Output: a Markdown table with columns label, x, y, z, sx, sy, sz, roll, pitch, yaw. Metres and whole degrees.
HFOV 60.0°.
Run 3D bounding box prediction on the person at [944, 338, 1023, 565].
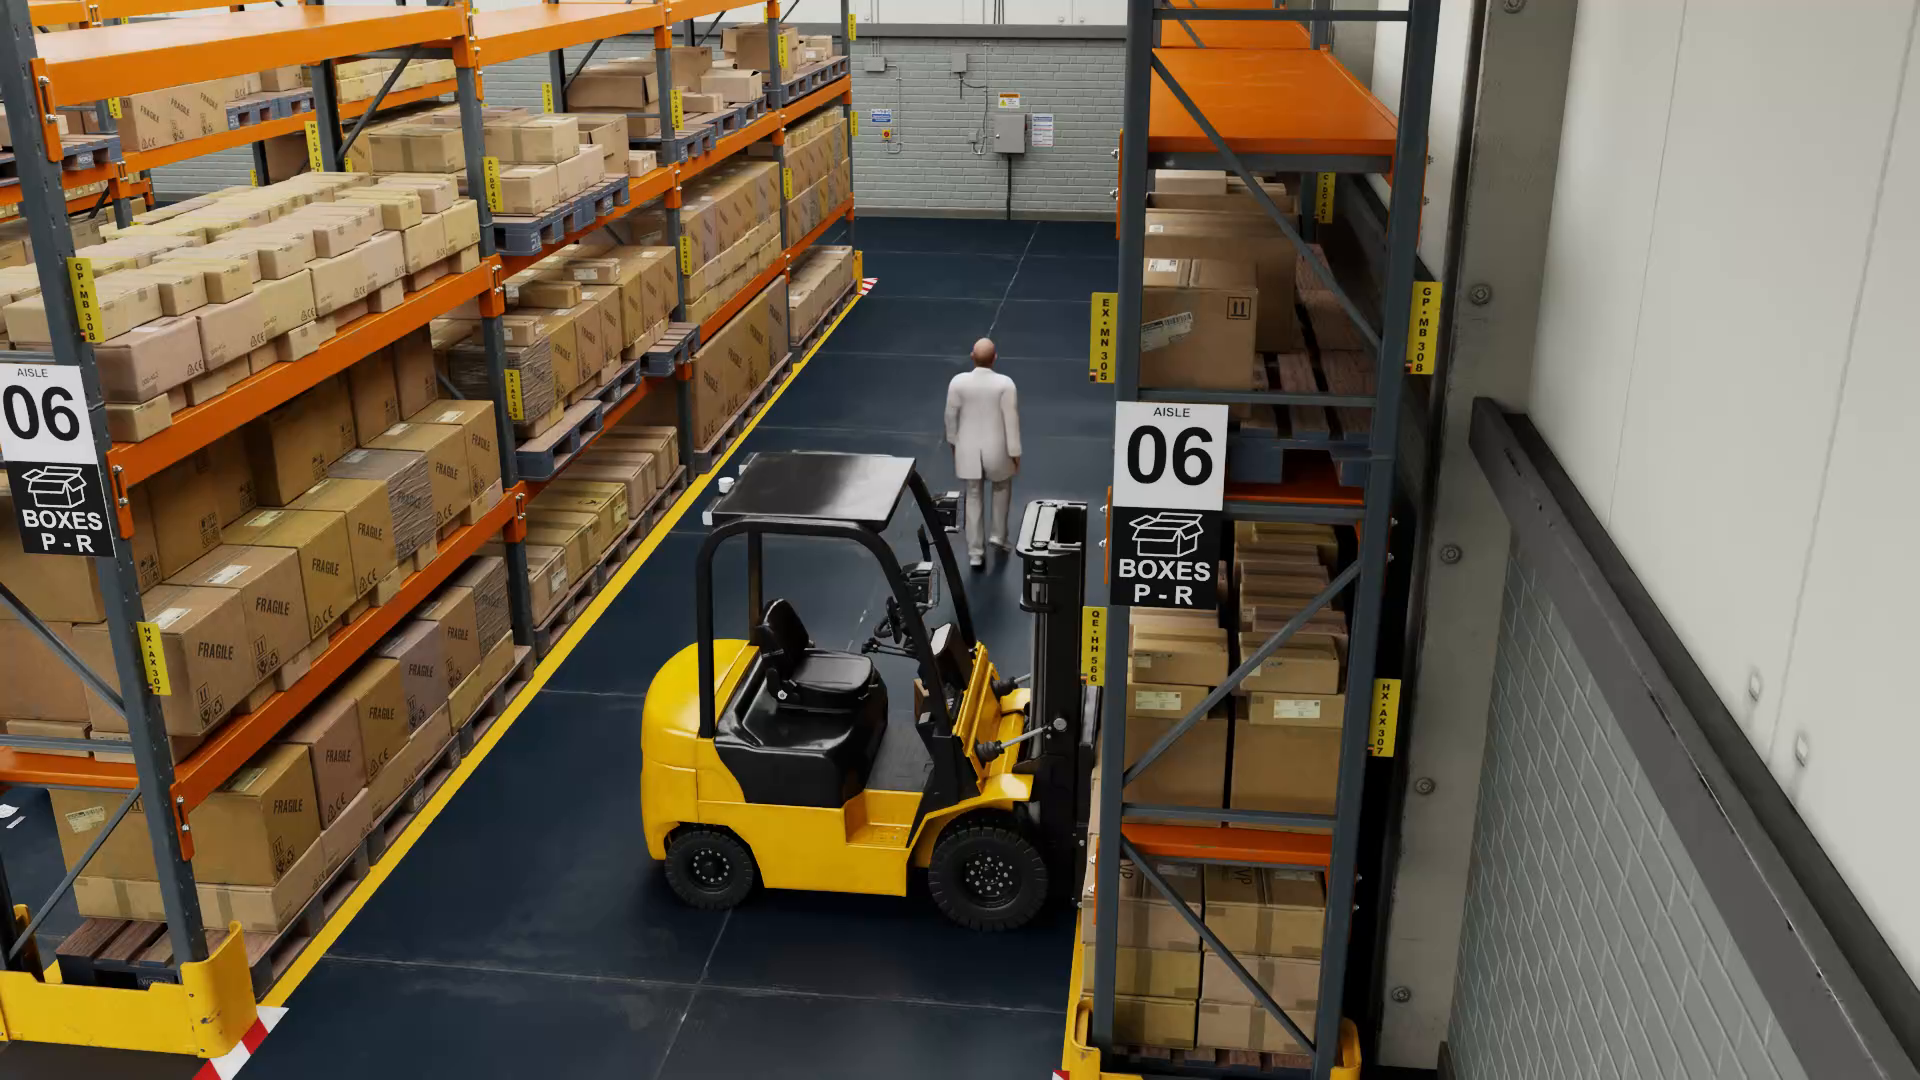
| label | x | y | z | sx | sy | sz | roll | pitch | yaw |
| --- | --- | --- | --- | --- | --- | --- | --- | --- | --- |
| person | 0.191 | -0.684 | 12.937 | 0.622 | 1.842 | 0.716 | 3 | 21 | 7 |
